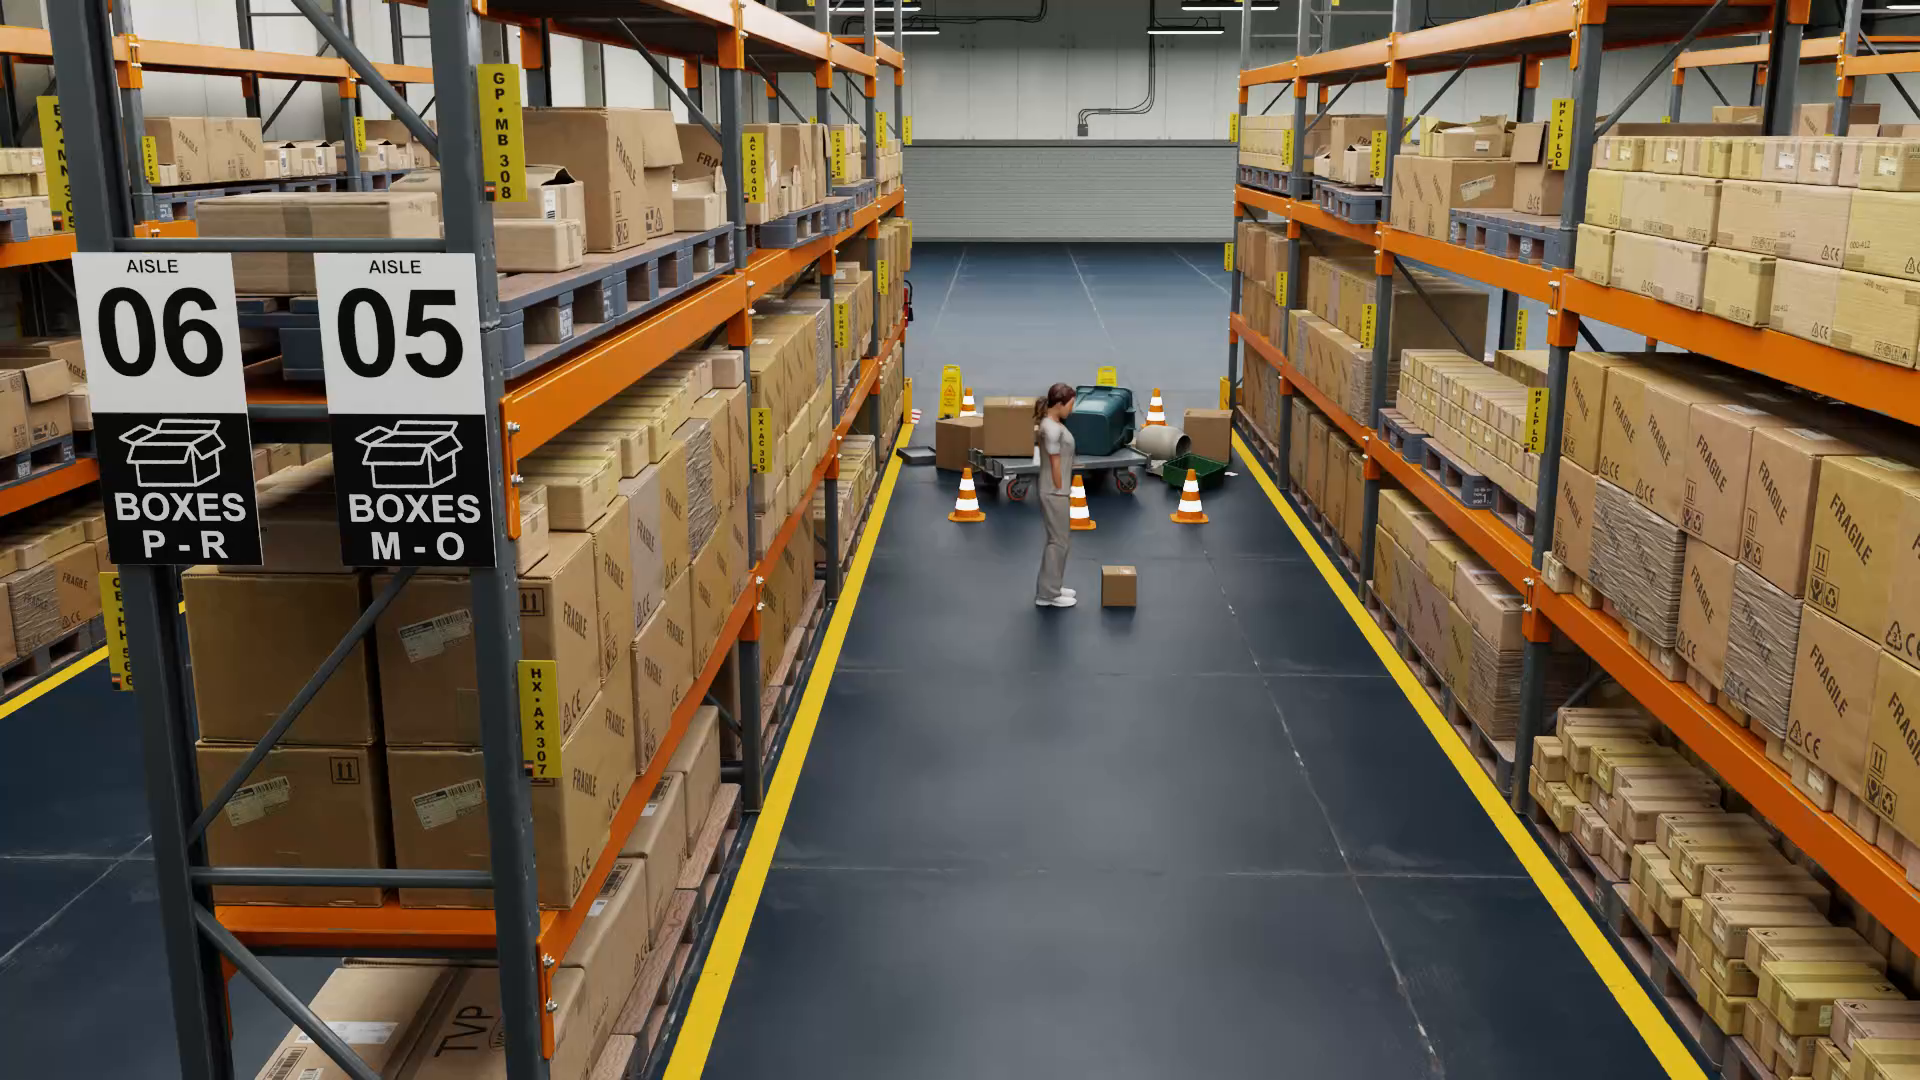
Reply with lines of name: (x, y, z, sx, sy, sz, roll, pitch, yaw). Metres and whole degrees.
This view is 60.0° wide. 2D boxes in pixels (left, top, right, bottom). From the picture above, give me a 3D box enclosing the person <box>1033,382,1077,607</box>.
person: (0.715, -0.318, 12.433, 0.333, 1.607, 0.444, 1, 14, 3)
